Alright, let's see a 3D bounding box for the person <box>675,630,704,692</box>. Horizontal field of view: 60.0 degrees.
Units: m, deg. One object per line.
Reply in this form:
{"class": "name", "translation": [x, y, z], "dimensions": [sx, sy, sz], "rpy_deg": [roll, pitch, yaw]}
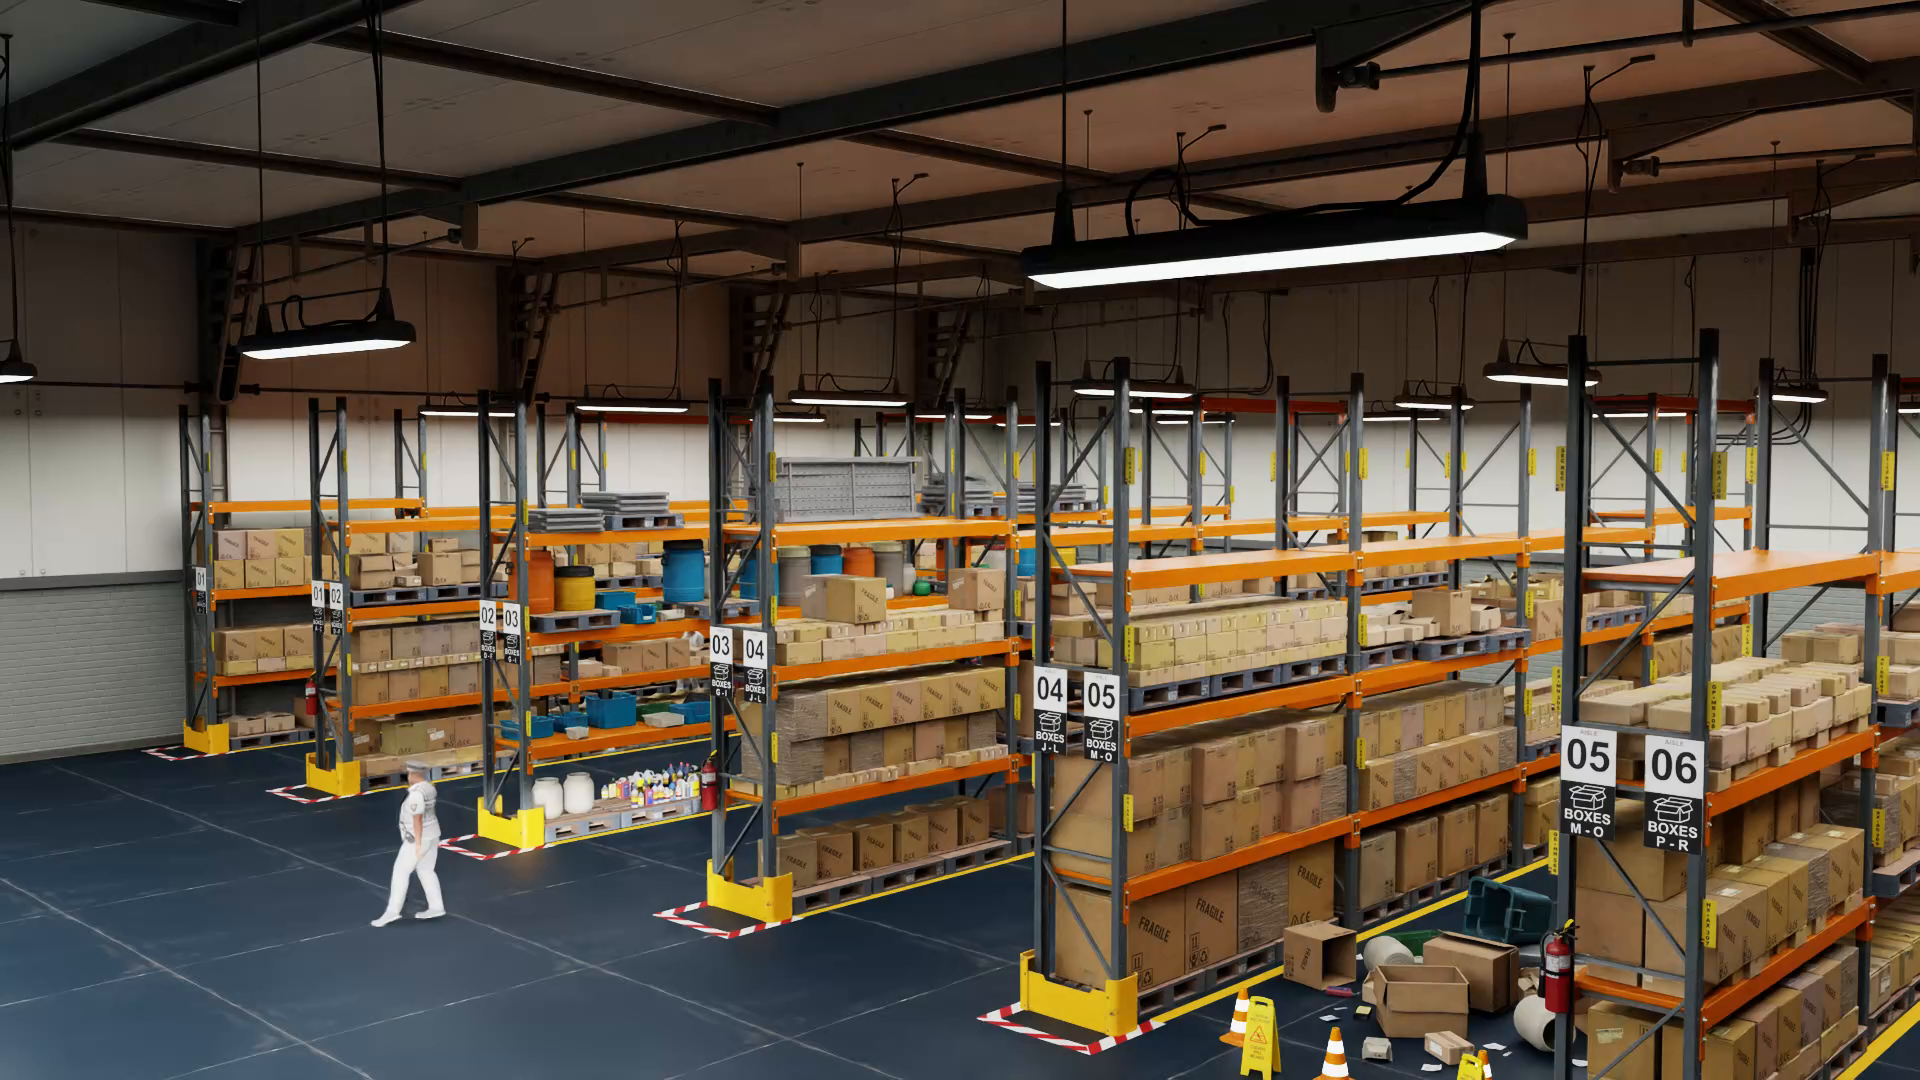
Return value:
{"class": "person", "translation": [-5.568, 2.506, 33.880], "dimensions": [0.551, 1.793, 0.710], "rpy_deg": [1, 3, 23]}

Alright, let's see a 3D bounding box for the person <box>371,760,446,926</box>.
{"class": "person", "translation": [-6.064, 3.327, 18.380], "dimensions": [0.682, 1.758, 0.651], "rpy_deg": [0, 3, 8]}
